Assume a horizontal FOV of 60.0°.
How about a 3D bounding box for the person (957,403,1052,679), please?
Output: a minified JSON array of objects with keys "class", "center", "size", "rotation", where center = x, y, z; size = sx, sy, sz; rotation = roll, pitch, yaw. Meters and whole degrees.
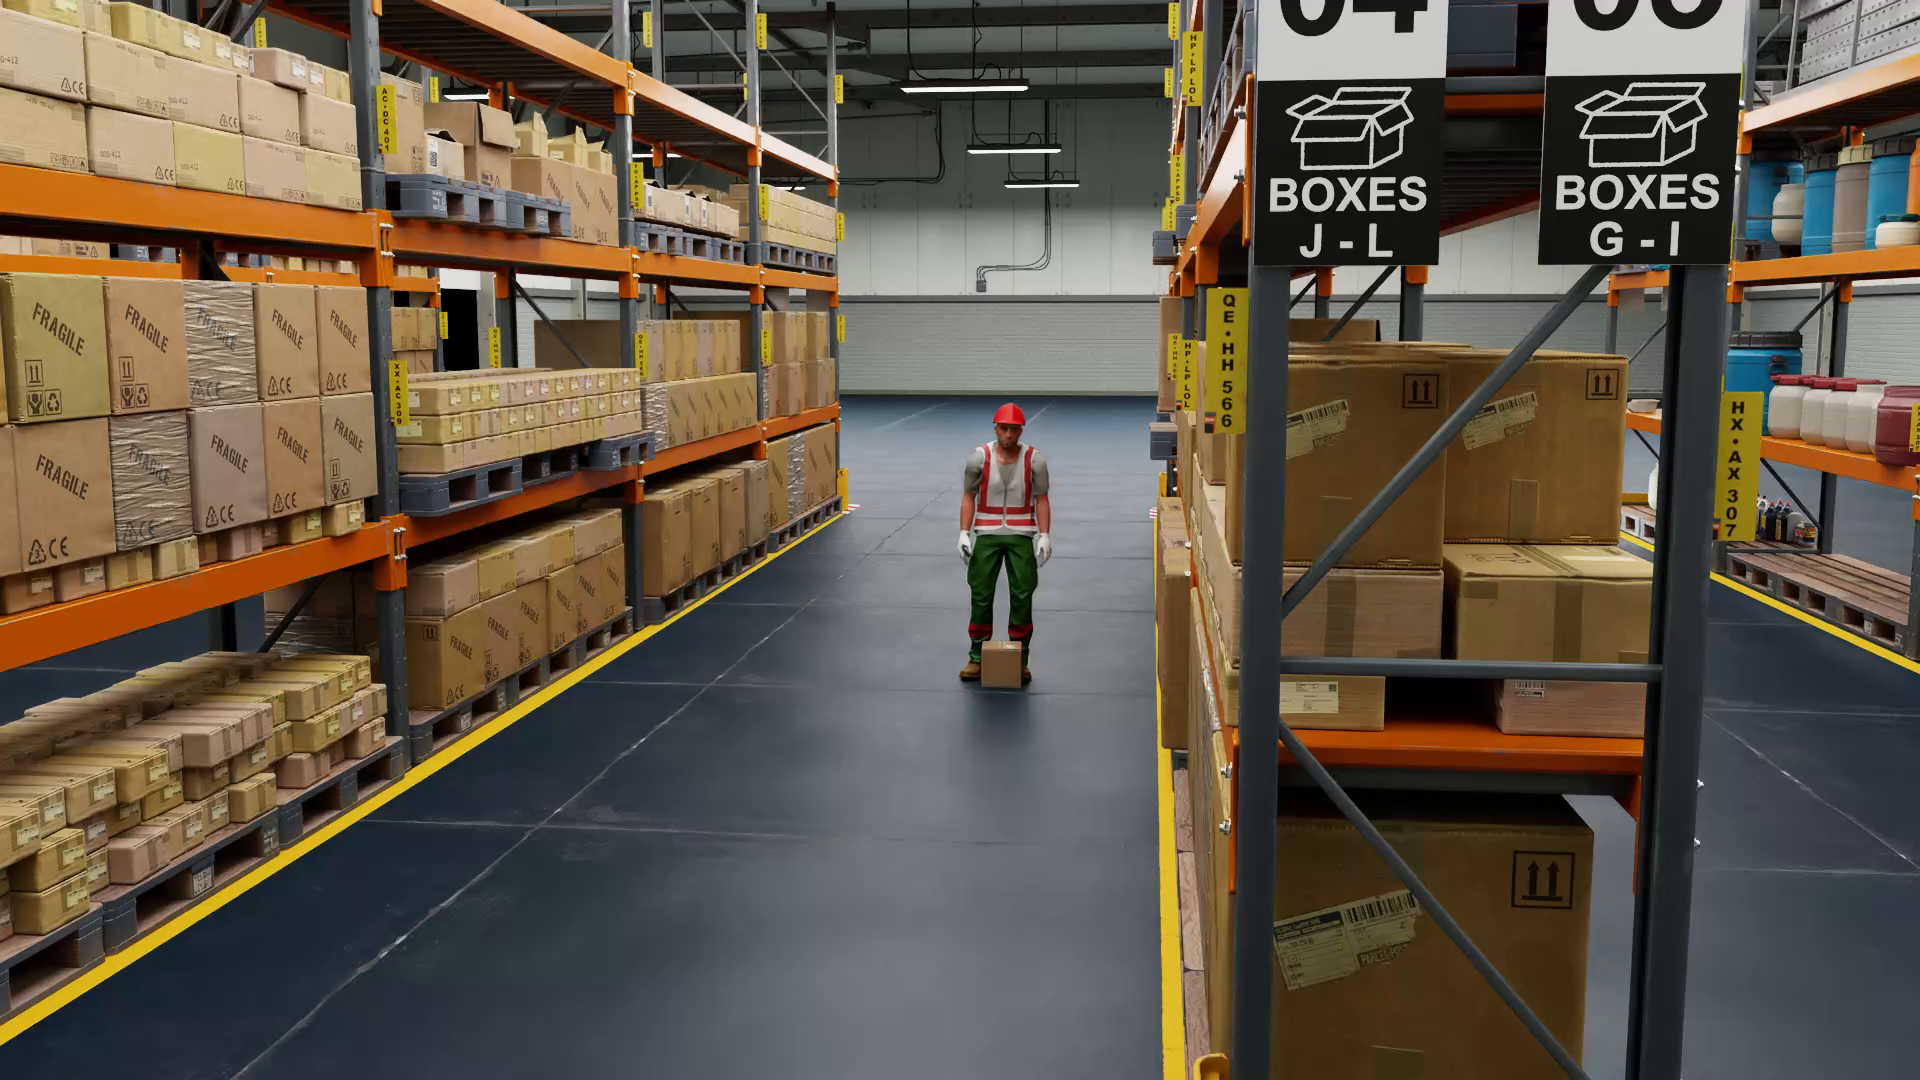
[{"class":"person","center":[0.287,0.006,10.693],"size":[0.611,1.778,0.451],"rotation":[0,8,3]}]
